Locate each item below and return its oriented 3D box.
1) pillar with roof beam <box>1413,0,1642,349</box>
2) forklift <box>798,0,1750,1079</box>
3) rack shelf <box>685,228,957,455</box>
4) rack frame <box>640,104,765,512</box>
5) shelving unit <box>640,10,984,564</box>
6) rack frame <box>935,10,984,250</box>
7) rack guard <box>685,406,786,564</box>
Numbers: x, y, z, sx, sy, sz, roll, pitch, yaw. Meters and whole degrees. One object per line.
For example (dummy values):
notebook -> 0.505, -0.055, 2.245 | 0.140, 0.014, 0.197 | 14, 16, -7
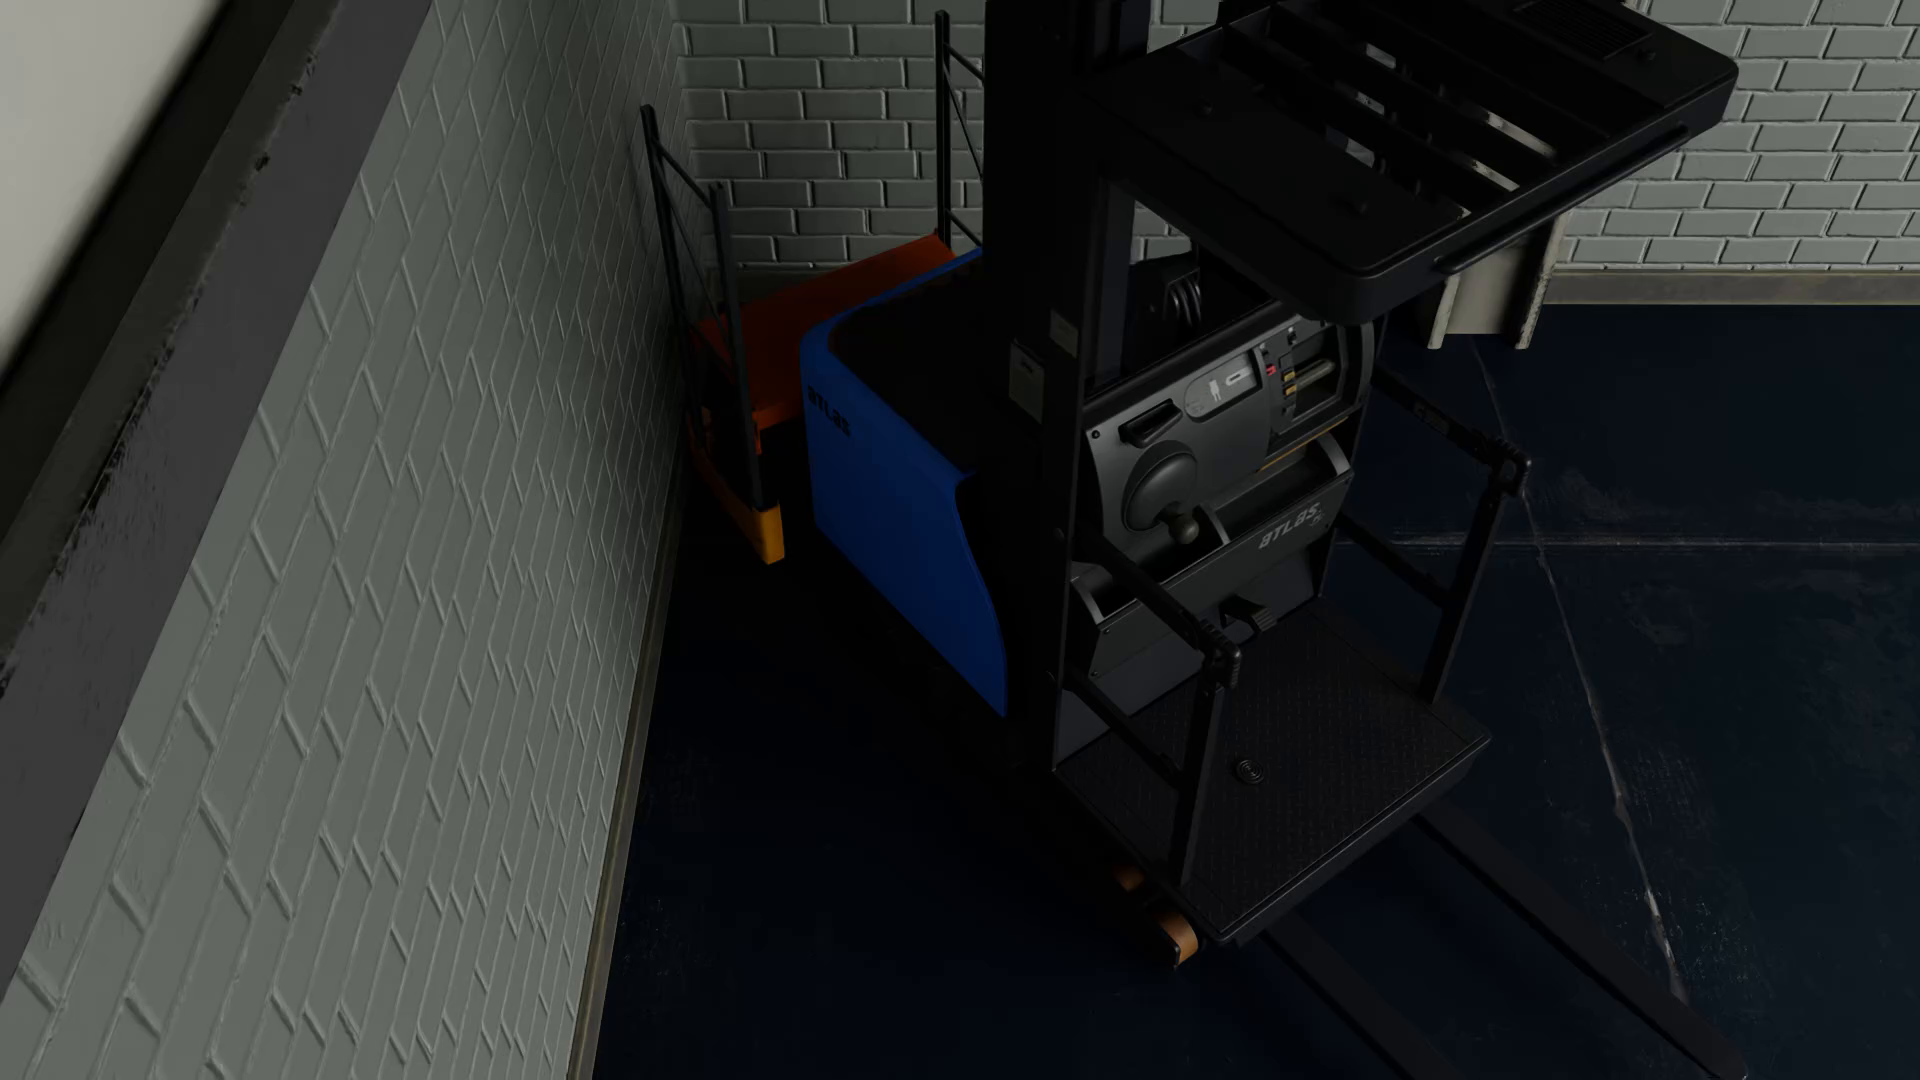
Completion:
pillar with roof beam -> 1.988, -0.769, 0.318 | 0.400, 9.000, 9.100 | 0, 47, 0
forklift -> 0.807, -0.232, 3.963 | 1.130, 2.935, 3.031 | -29, 54, -25
rack shelf -> -0.365, -0.688, 5.611 | 1.000, 0.185, 0.538 | -25, 52, -21
rack frame -> -0.796, -0.613, 5.296 | 0.032, 1.500, 0.500 | -25, 52, -21
shelving unit -> -0.358, -0.814, 5.483 | 1.083, 1.500, 0.587 | -25, 52, -21
rack frame -> 0.066, -1.008, 5.663 | 0.032, 1.500, 0.500 | -25, 52, -21
rack guard -> -0.780, -0.195, 5.761 | 0.087, 0.250, 0.587 | -25, 52, -21
